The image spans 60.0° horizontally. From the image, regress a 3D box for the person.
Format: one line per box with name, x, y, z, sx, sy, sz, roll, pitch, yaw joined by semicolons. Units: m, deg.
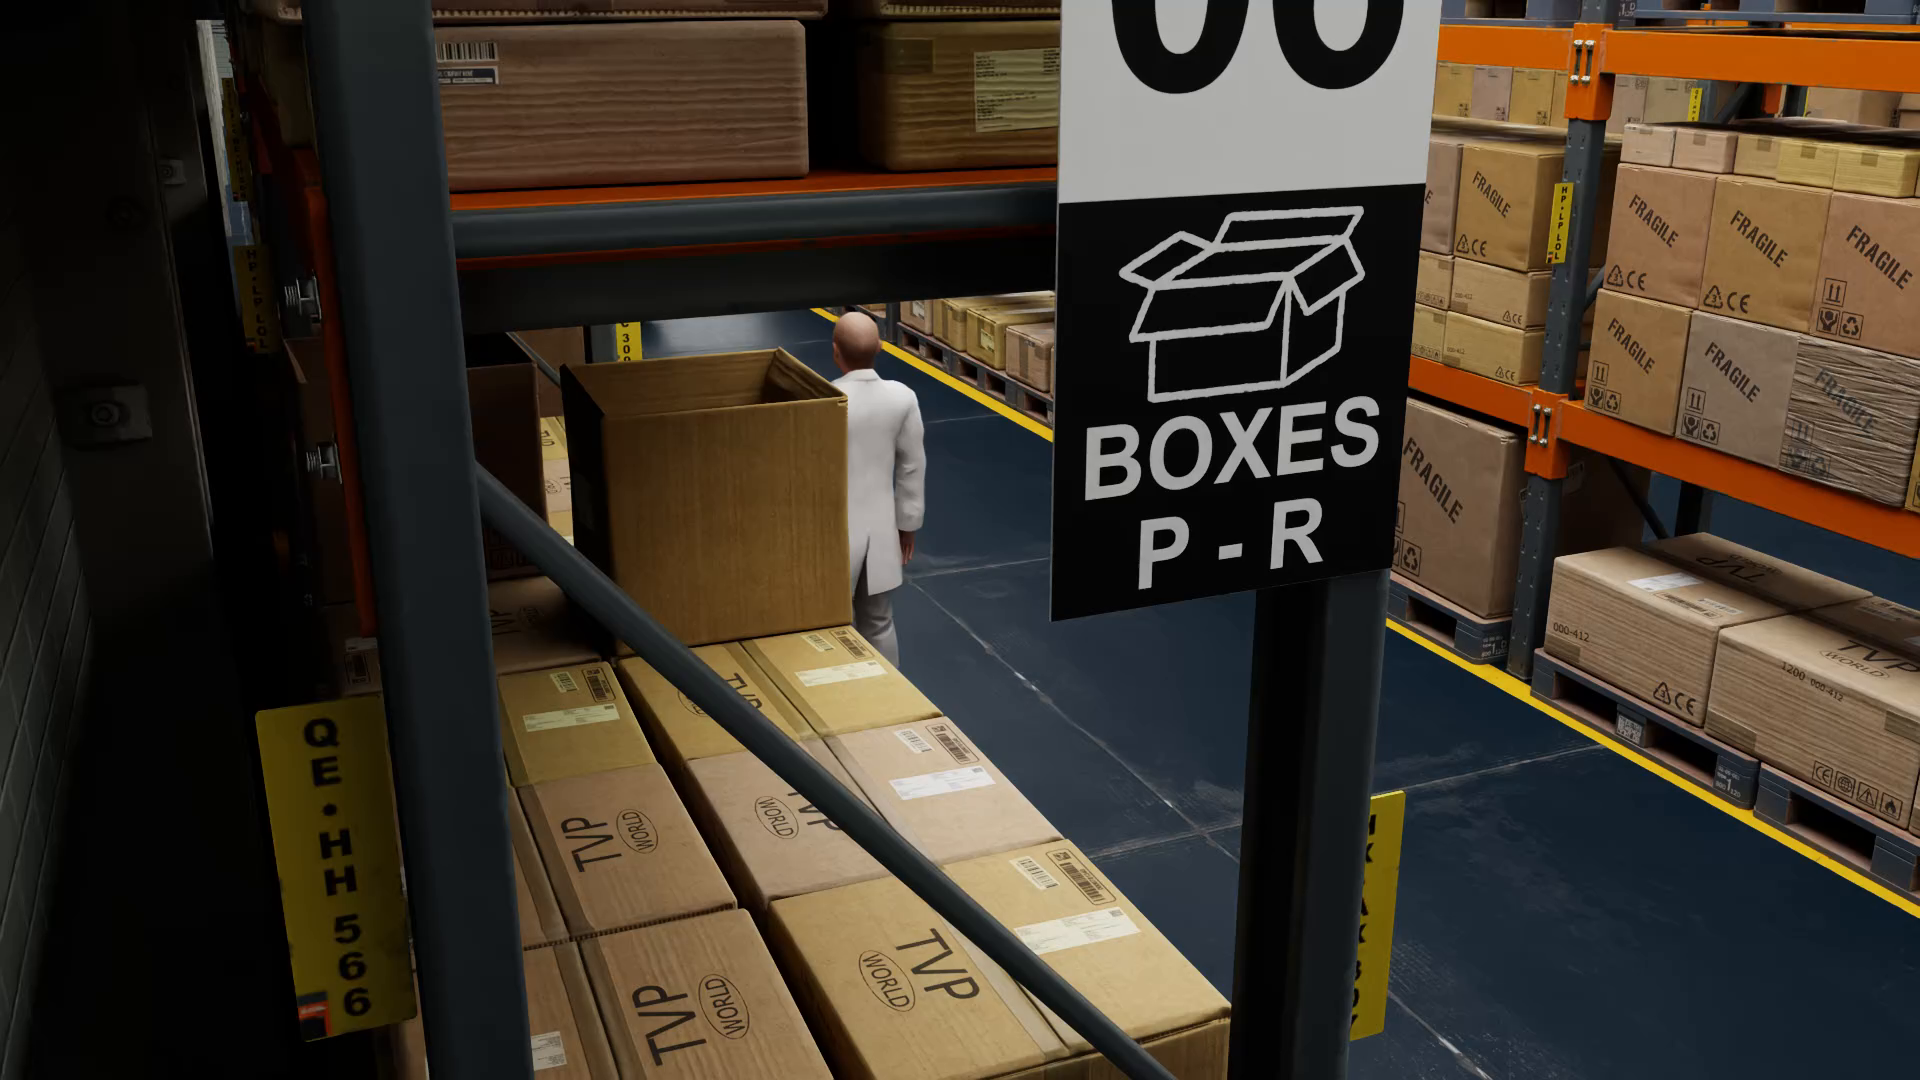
person;-0.437;-0.017;6.604;0.623;1.804;0.460;-13;23;-35
